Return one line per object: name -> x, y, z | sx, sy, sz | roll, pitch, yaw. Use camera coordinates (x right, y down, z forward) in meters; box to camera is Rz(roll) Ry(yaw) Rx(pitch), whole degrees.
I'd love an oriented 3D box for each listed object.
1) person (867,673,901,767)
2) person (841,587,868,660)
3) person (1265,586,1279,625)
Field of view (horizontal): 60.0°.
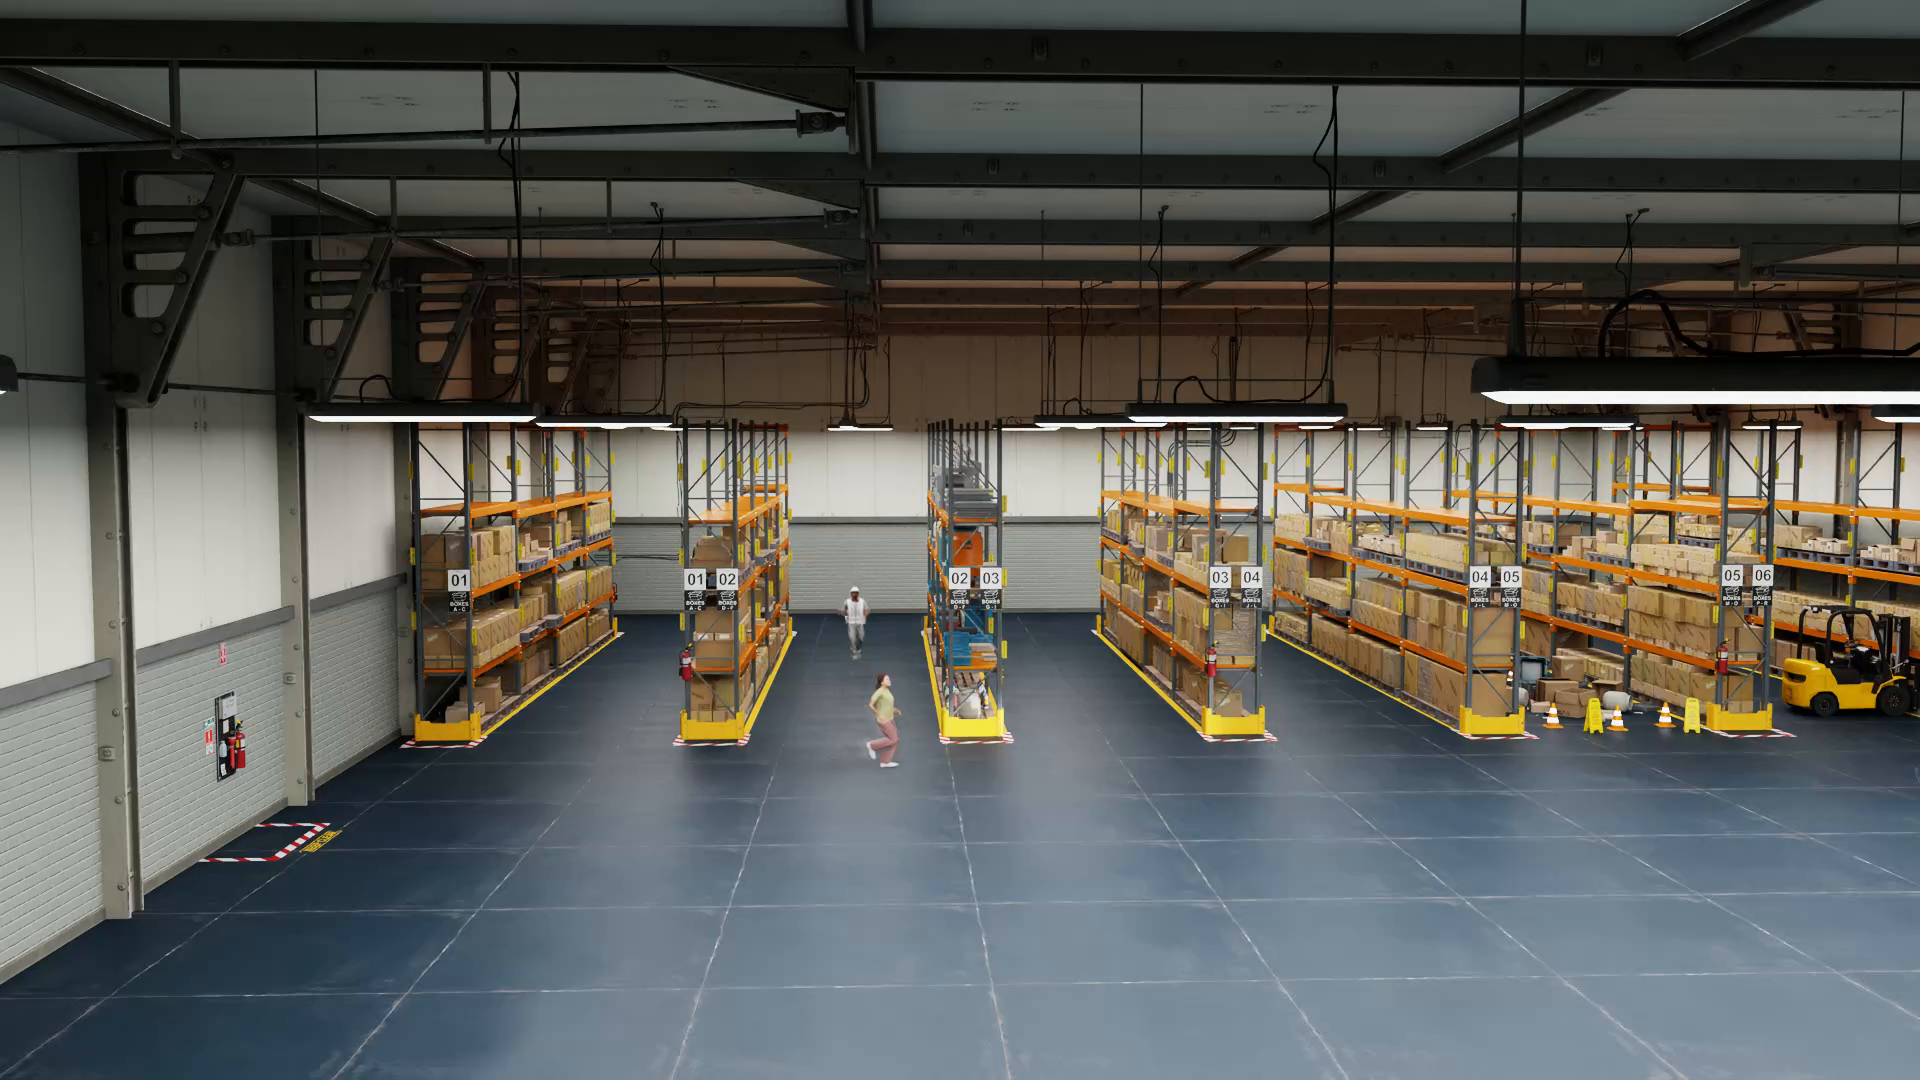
person -> -1.299, 3.098, 28.545 | 0.558, 1.612, 0.594 | 1, 4, 21
person -> -2.510, 2.012, 39.828 | 0.678, 1.746, 0.570 | -1, 4, -10
person -> 9.251, 1.809, 49.177 | 0.491, 1.536, 0.653 | 1, 4, 17
